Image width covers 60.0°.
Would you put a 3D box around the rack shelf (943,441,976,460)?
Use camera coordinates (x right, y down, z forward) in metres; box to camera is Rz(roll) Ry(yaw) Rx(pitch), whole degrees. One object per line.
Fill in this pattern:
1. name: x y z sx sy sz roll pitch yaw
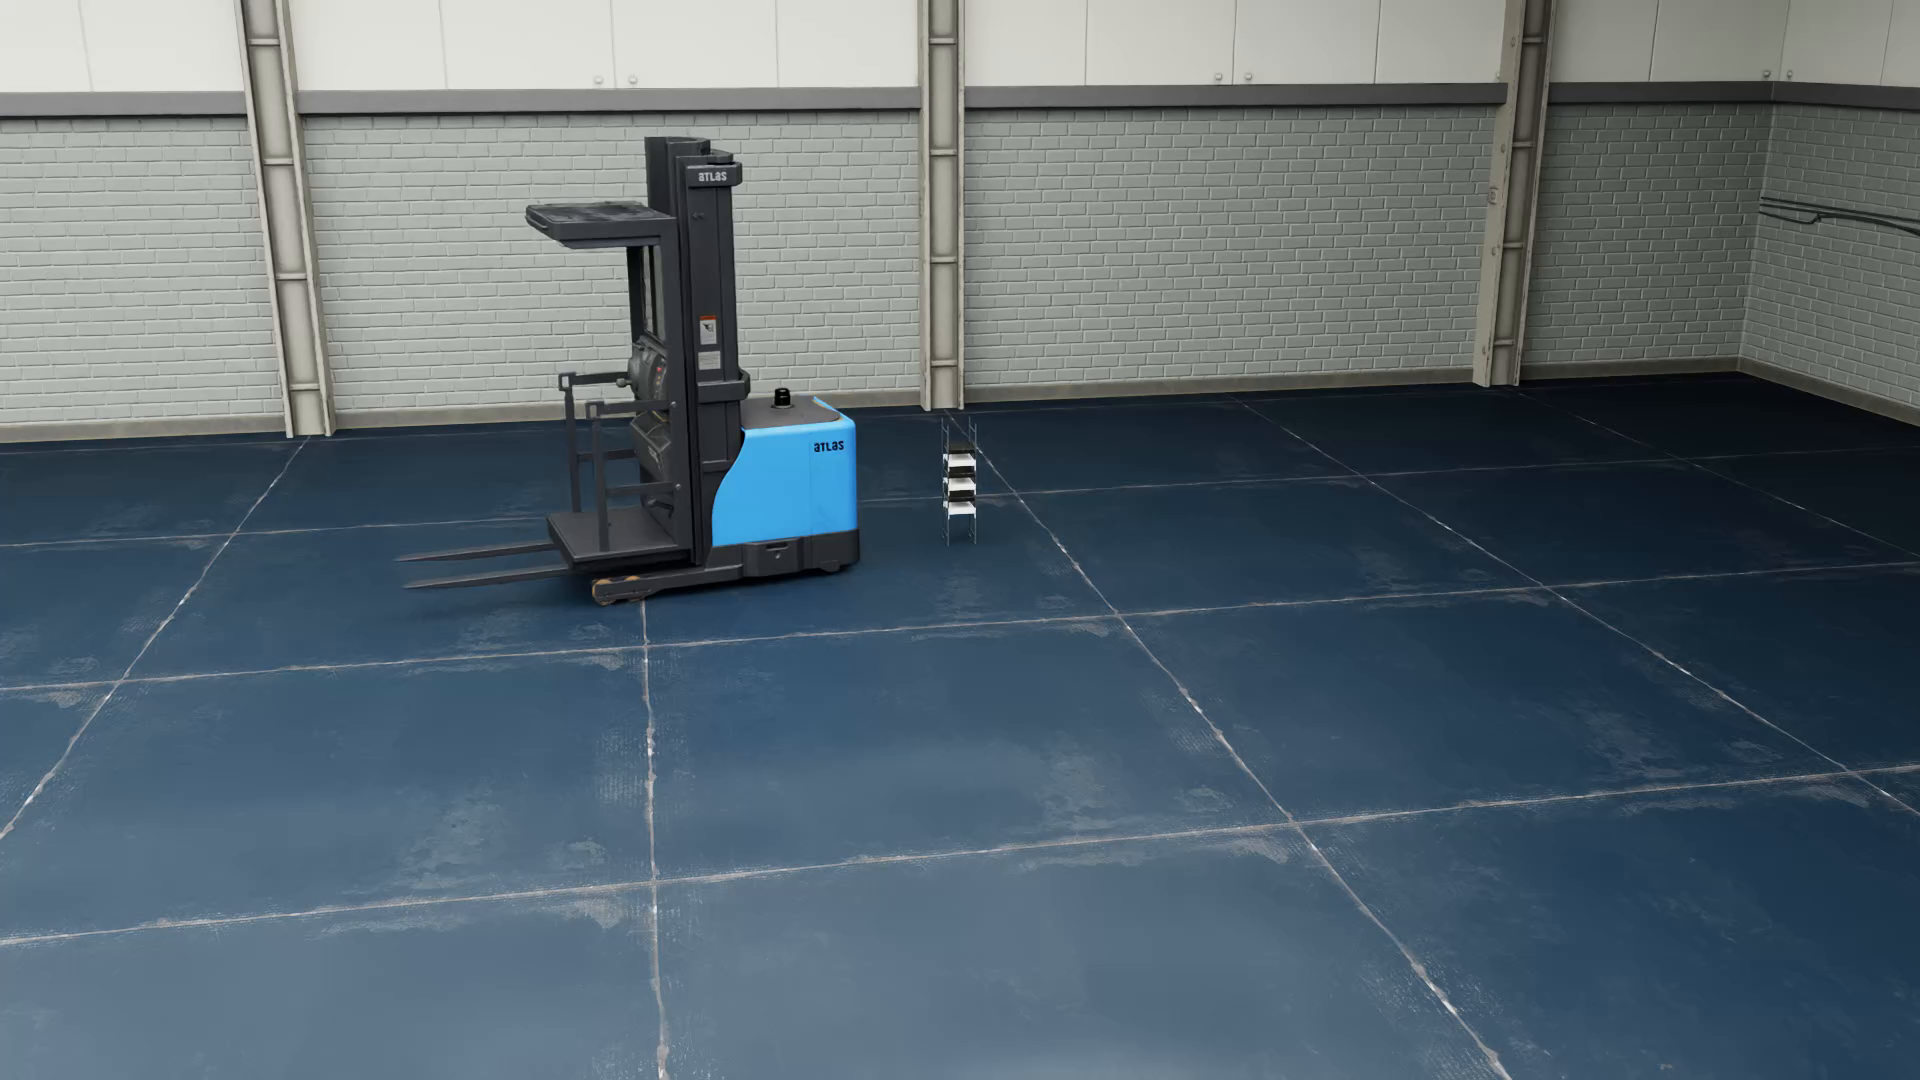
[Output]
1. rack shelf: -0.008 -0.656 12.109 0.200 0.077 0.258 -3 17 -10

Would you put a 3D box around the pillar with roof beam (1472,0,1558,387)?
1. pillar with roof beam: 6.529 -4.732 12.391 0.400 9.000 9.100 -3 17 -10

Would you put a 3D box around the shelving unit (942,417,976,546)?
1. shelving unit: -0.008 -0.430 12.178 0.210 0.900 0.258 -3 17 -10

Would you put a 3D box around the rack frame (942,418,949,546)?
1. rack frame: -0.108 -0.424 12.160 0.006 0.900 0.240 -3 17 -10

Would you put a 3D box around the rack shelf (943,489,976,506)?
1. rack shelf: -0.008 -0.312 12.214 0.200 0.077 0.258 -3 17 -10

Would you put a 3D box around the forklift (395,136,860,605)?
1. forklift: -2.265 -1.149 11.060 3.031 2.935 1.130 -7 18 -22

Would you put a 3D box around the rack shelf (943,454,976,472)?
1. rack shelf: -0.008 -0.570 12.135 0.200 0.077 0.258 -3 17 -10

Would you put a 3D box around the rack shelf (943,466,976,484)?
1. rack shelf: -0.008 -0.484 12.162 0.200 0.077 0.258 -3 17 -10

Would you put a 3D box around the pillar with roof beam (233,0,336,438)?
1. pillar with roof beam: -5.253 -4.063 10.215 0.400 9.000 9.100 -3 17 -10

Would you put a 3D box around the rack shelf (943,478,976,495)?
1. rack shelf: -0.008 -0.398 12.188 0.200 0.077 0.258 -3 17 -10

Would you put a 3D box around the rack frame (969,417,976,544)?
1. rack frame: 0.092 -0.435 12.197 0.006 0.900 0.240 -3 17 -10

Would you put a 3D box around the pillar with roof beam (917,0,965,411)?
1. pillar with roof beam: 0.638 -4.398 11.303 0.400 9.000 9.100 -3 17 -10

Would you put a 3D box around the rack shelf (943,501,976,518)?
1. rack shelf: -0.008 -0.226 12.241 0.200 0.077 0.258 -3 17 -10

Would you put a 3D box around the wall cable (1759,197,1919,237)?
1. wall cable: 8.855 -4.271 16.181 0.112 2.526 3.097 -3 17 -10
